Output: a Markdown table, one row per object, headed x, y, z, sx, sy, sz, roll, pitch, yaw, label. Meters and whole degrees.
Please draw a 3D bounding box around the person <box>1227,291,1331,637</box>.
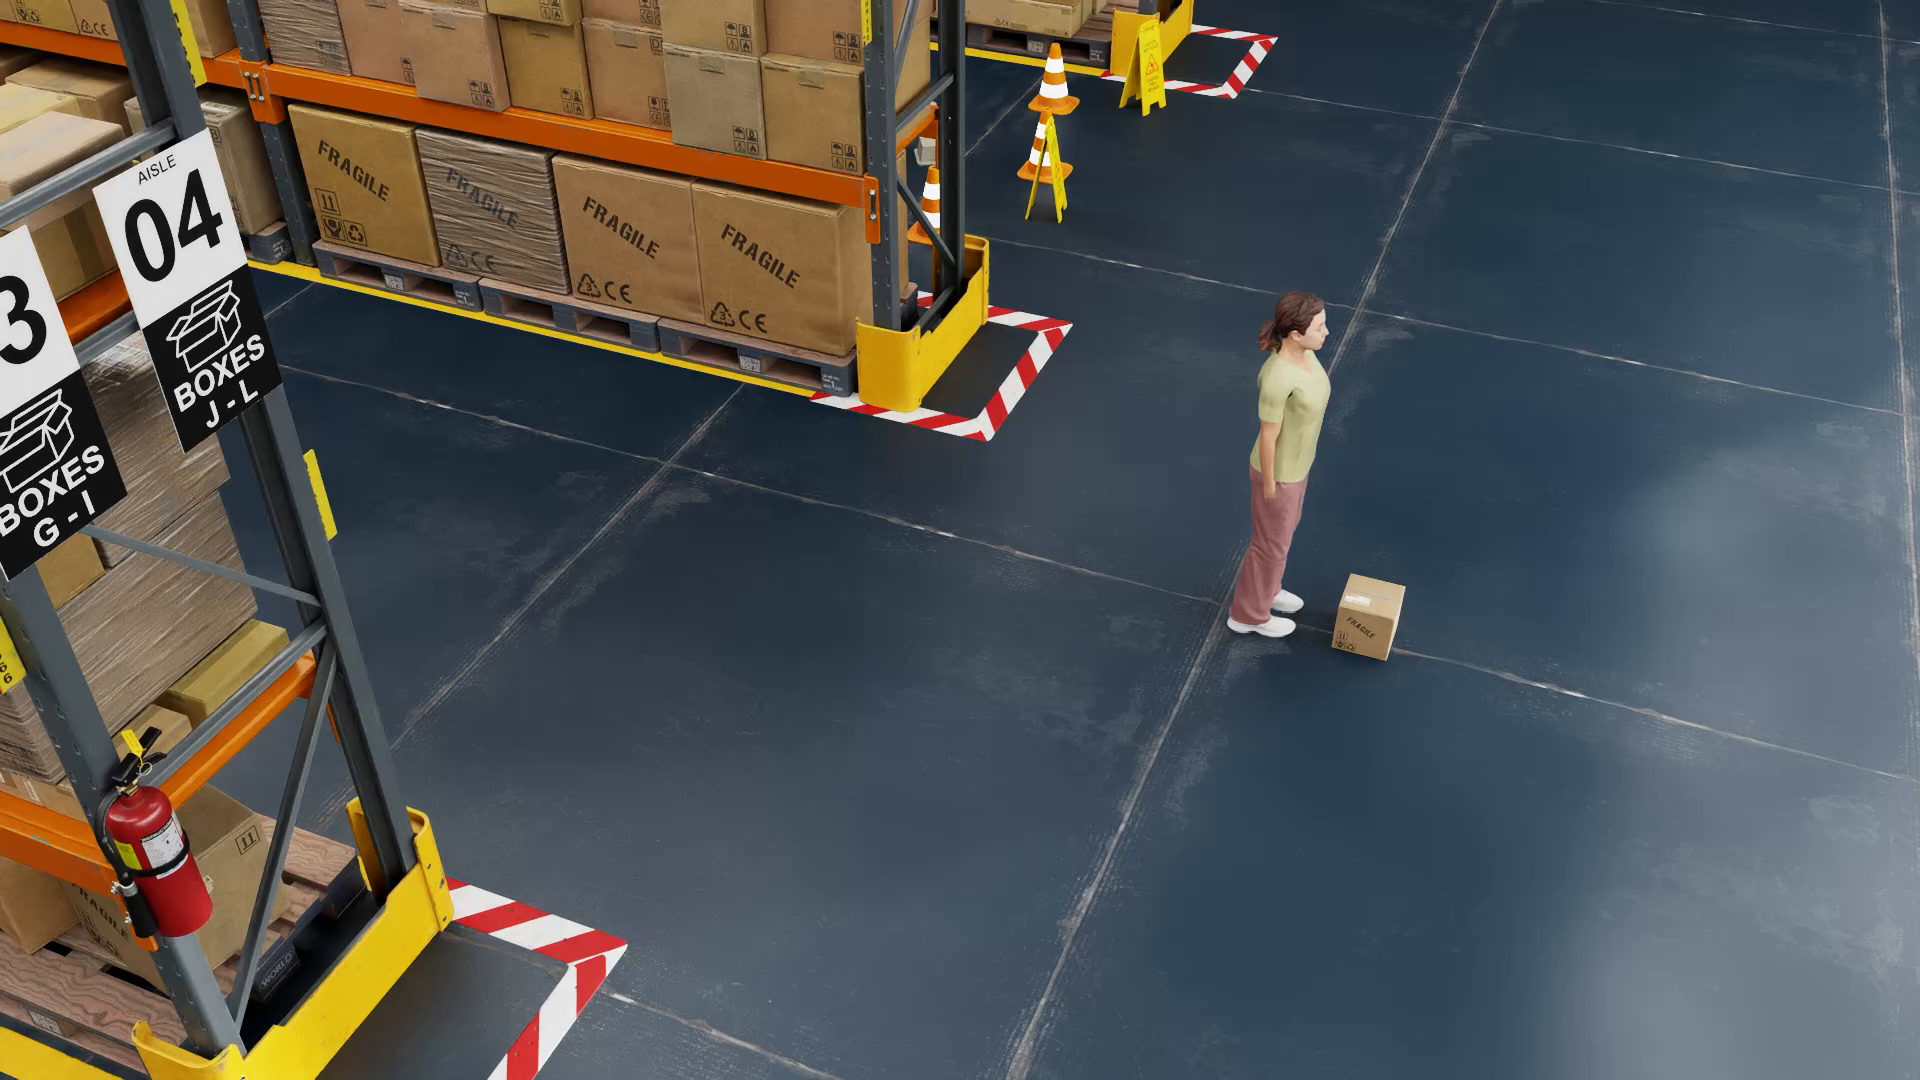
| x | y | z | sx | sy | sz | roll | pitch | yaw | label |
| --- | --- | --- | --- | --- | --- | --- | --- | --- | --- |
| 1.406 | -0.332 | 7.256 | 0.369 | 1.671 | 0.444 | 15 | 40 | 19 | person |
